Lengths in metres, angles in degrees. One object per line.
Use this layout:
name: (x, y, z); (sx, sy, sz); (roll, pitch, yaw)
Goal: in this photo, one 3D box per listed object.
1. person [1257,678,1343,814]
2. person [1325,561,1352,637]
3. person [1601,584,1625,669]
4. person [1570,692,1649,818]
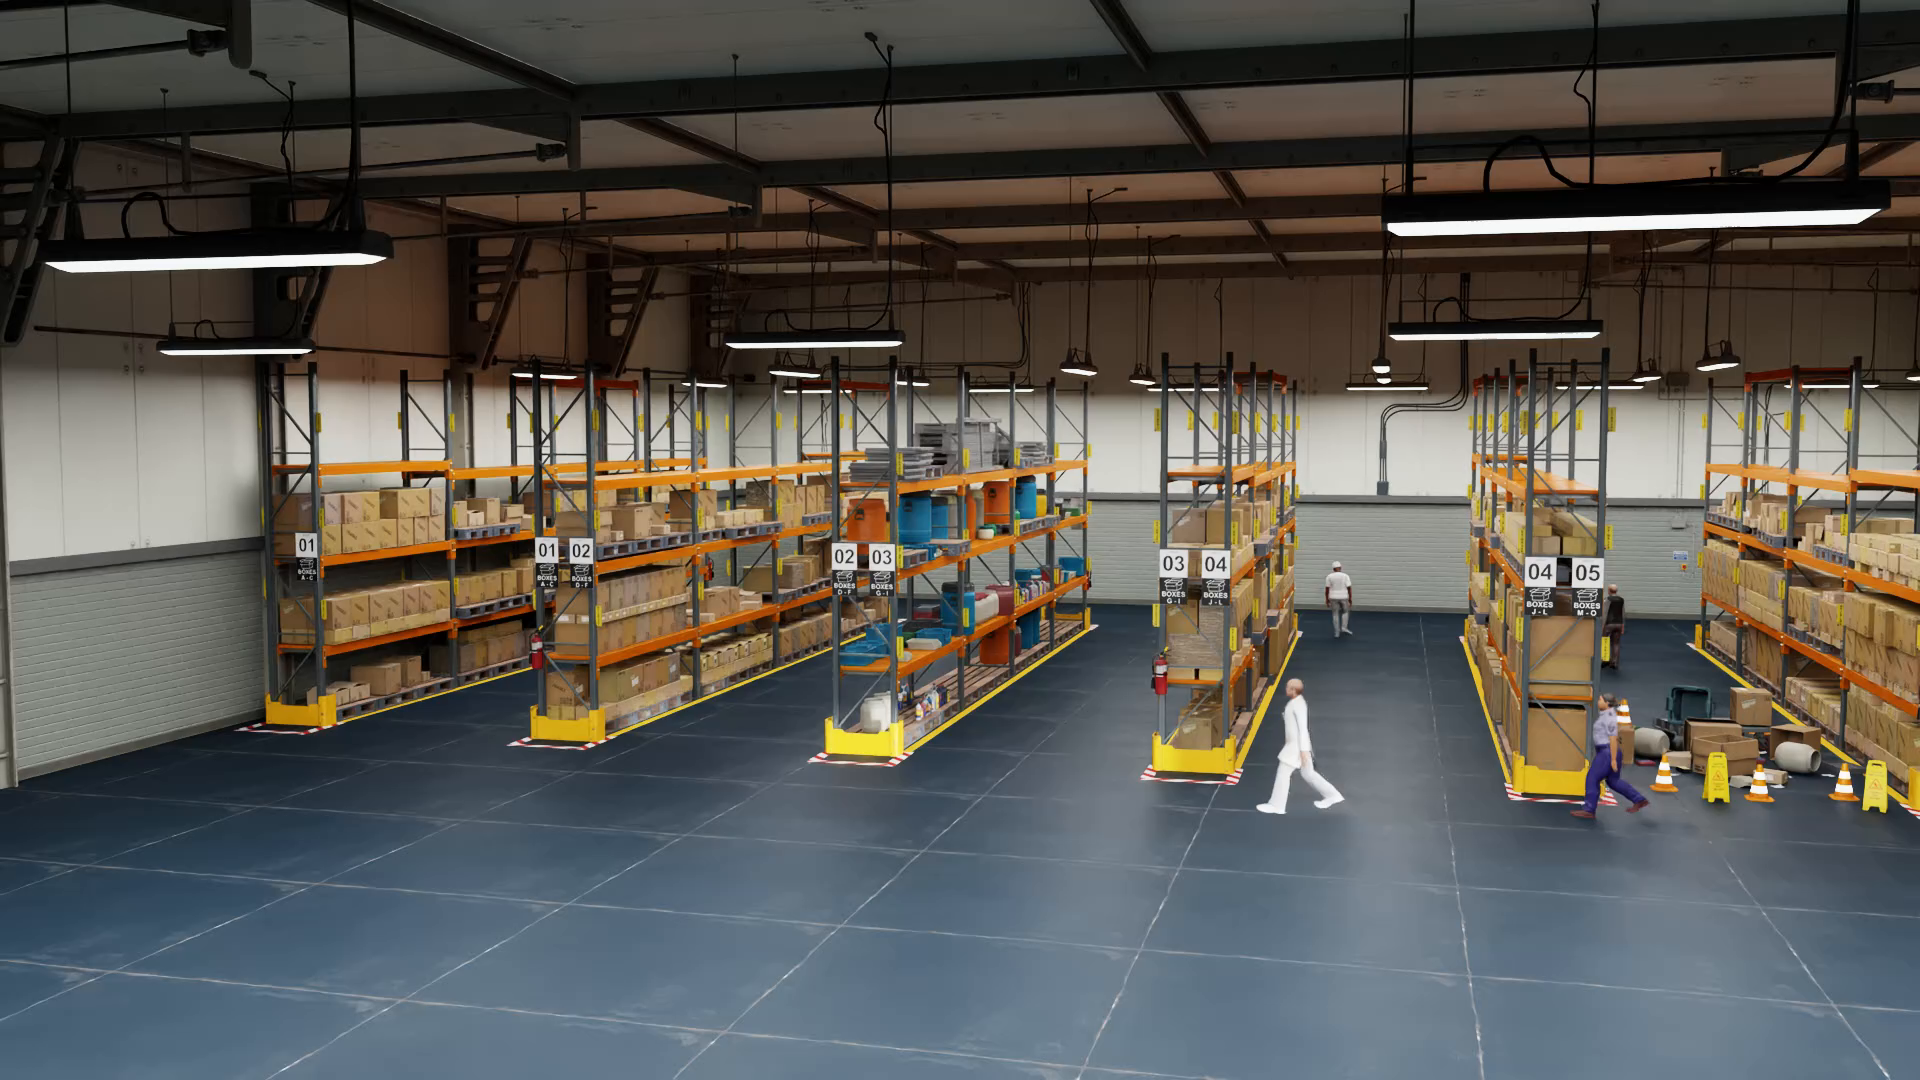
person: (4.356, 2.632, 21.271); (1.112, 1.736, 0.620); (0, 4, 4)
person: (8.856, 1.375, 38.857); (0.641, 1.758, 0.464); (1, 4, 11)
person: (13.282, 1.765, 33.889); (0.569, 1.736, 0.397); (-1, 4, -15)
person: (8.222, 2.713, 20.986); (0.962, 1.603, 0.481); (1, 4, 15)
